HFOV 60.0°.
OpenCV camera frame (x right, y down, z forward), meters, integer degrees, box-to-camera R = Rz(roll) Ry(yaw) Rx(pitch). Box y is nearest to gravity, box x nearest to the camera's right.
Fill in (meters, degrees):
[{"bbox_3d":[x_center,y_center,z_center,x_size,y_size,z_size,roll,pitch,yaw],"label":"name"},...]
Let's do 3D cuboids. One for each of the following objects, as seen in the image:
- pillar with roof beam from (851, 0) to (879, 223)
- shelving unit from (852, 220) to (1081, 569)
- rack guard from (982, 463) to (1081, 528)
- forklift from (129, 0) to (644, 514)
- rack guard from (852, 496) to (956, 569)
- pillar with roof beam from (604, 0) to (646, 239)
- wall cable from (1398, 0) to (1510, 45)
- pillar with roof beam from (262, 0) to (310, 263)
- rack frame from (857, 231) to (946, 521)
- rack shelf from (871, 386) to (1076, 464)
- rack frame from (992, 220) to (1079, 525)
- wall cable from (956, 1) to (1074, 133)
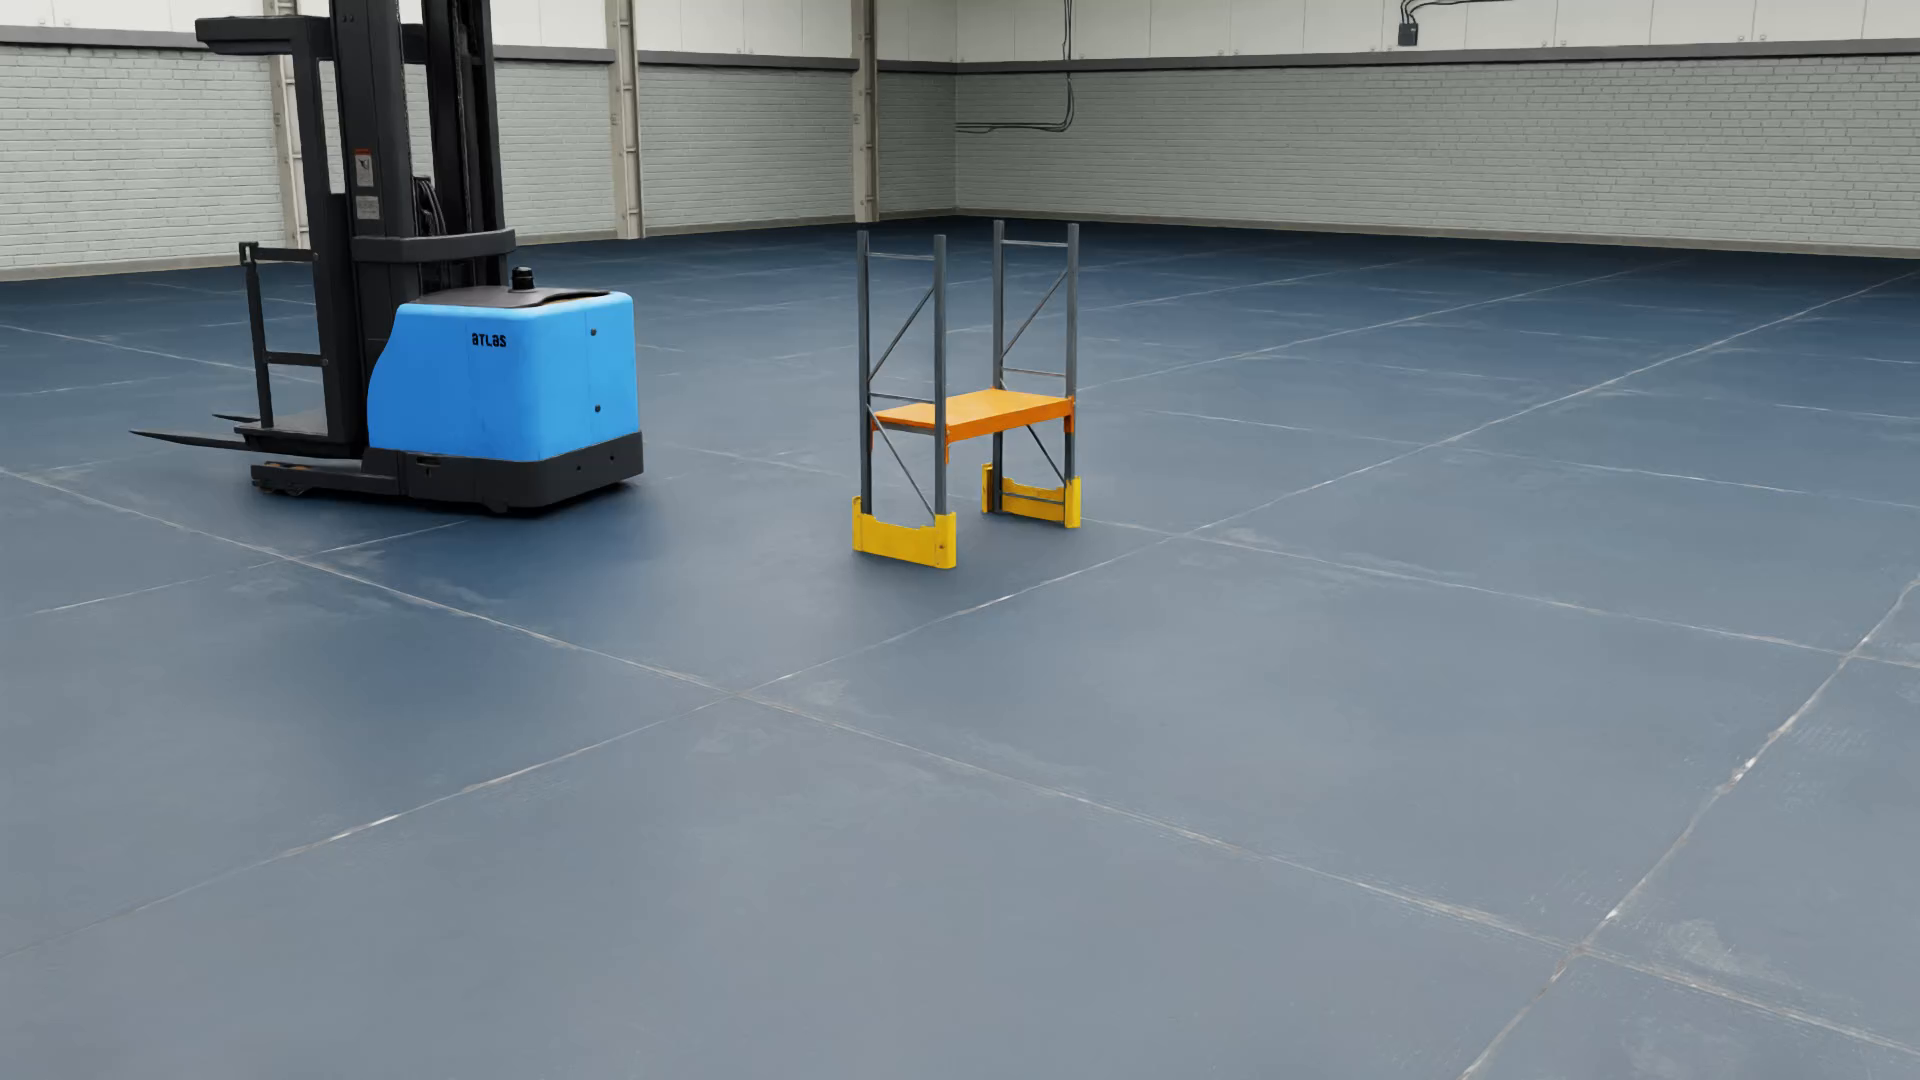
[{"bbox_3d":[1.500,-9.998,29.204,9.100,9.000,0.400,11,18,38],"label":"pillar with roof beam"},{"bbox_3d":[0.048,-0.742,7.996,0.587,1.500,1.083,11,18,38],"label":"shelving unit"},{"bbox_3d":[0.361,-0.231,8.525,0.587,0.250,0.087,11,18,38],"label":"rack guard"},{"bbox_3d":[-3.339,-1.771,9.143,3.031,2.935,1.130,6,15,22],"label":"forklift"},{"bbox_3d":[-0.265,-0.040,7.774,0.587,0.250,0.087,11,18,38],"label":"rack guard"},{"bbox_3d":[-2.271,-8.849,24.681,9.100,9.000,0.400,11,18,38],"label":"pillar with roof beam"},{"bbox_3d":[8.406,-11.200,27.028,2.305,6.003,0.169,11,18,38],"label":"wall cable"},{"bbox_3d":[-6.042,-7.700,20.158,9.100,9.000,0.400,11,18,38],"label":"pillar with roof beam"},{"bbox_3d":[-0.266,-0.646,7.619,0.500,1.500,0.032,11,18,38],"label":"rack frame"},{"bbox_3d":[0.054,-0.569,8.047,0.538,0.185,1.000,11,18,38],"label":"rack shelf"},{"bbox_3d":[0.373,-0.841,8.386,0.500,1.500,0.032,11,18,38],"label":"rack frame"},{"bbox_3d":[1.032,-9.519,33.624,3.097,2.526,0.112,11,18,38],"label":"wall cable"}]
